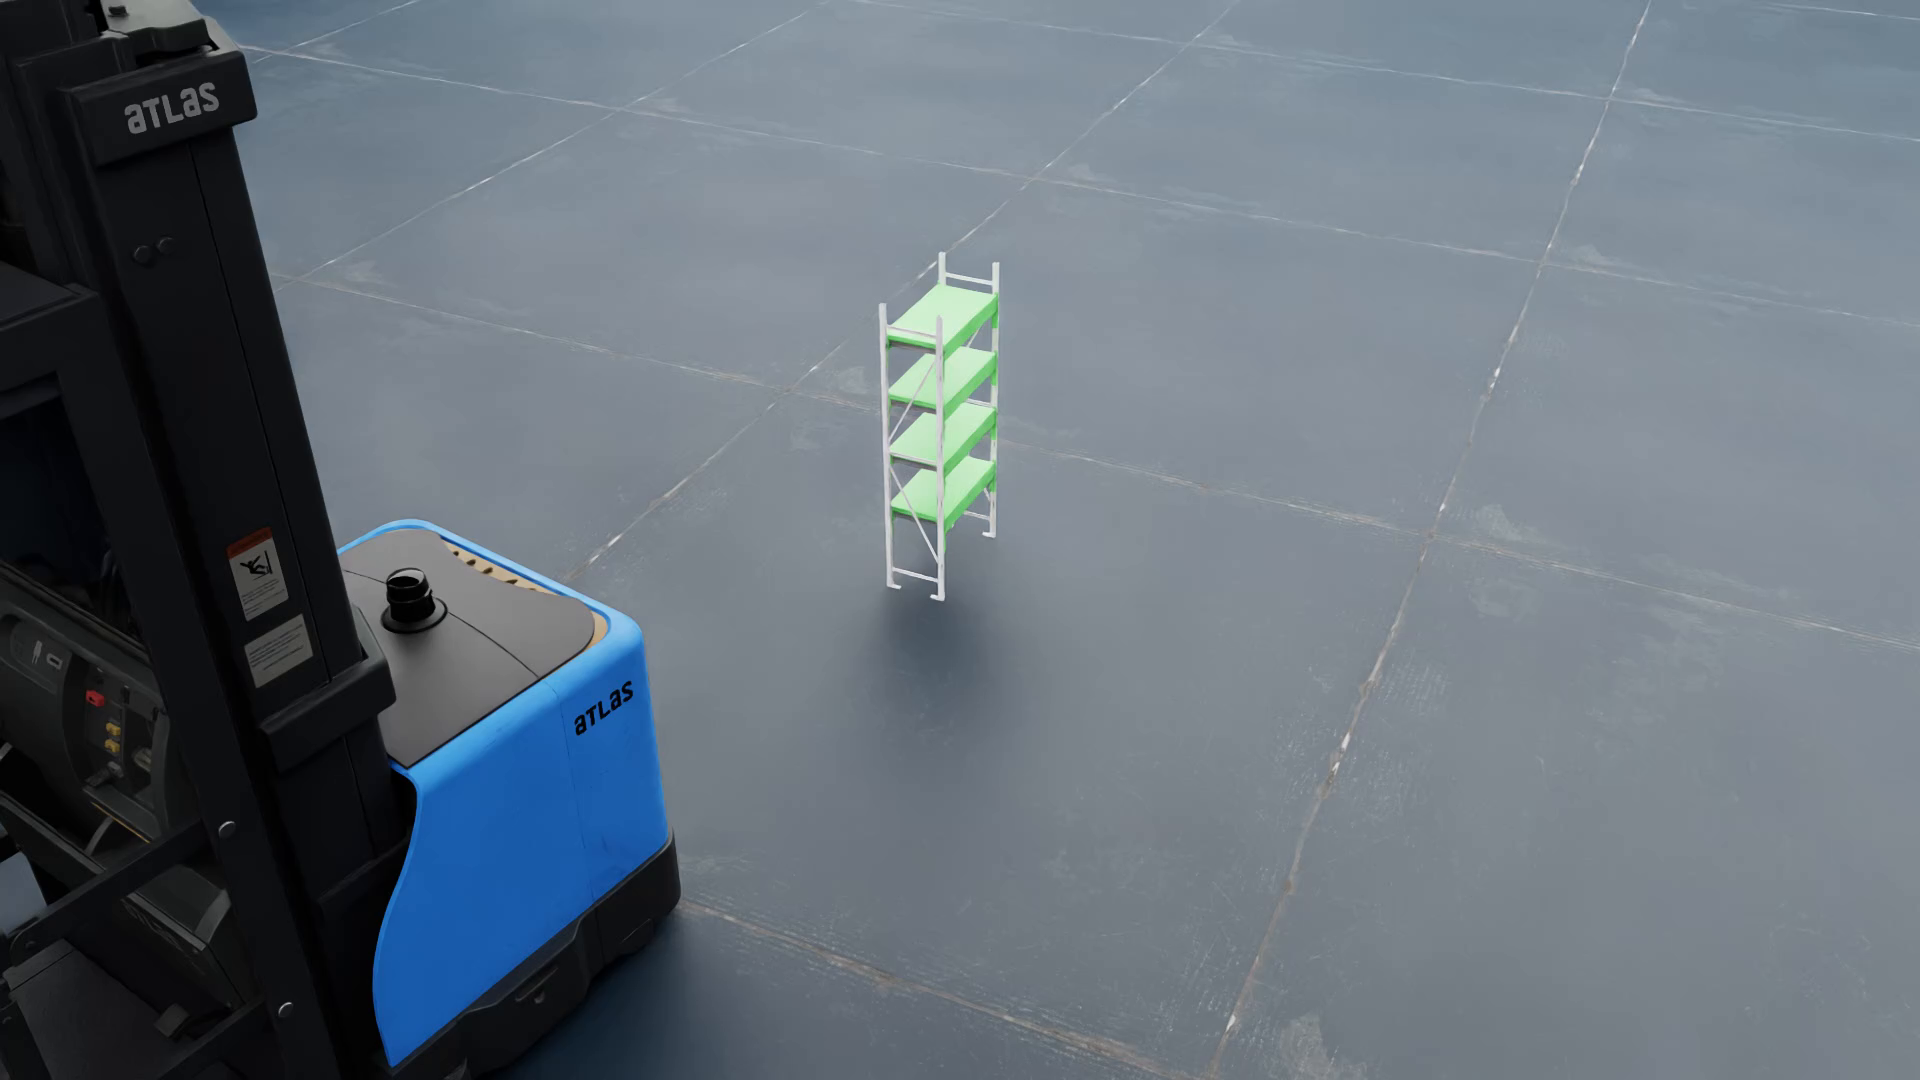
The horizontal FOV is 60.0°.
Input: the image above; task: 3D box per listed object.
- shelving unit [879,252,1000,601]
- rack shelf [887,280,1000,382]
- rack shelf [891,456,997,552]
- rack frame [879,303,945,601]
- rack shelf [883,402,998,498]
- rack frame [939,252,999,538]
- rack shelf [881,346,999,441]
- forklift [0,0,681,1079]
[{"bbox_3d":[-0.069,-0.419,6.295,0.258,1.200,0.503,14,36,20],"label":"shelving unit"},{"bbox_3d":[-0.069,-0.767,6.067,0.258,0.148,0.480,14,36,20],"label":"rack shelf"},{"bbox_3d":[-0.069,-0.165,6.462,0.258,0.148,0.480,14,36,20],"label":"rack shelf"},{"bbox_3d":[-0.171,-0.298,6.110,0.240,1.200,0.015,14,36,20],"label":"rack frame"},{"bbox_3d":[-0.069,-0.366,6.330,0.258,0.148,0.480,14,36,20],"label":"rack shelf"},{"bbox_3d":[0.033,-0.541,6.481,0.240,1.200,0.015,14,36,20],"label":"rack frame"},{"bbox_3d":[-0.069,-0.567,6.199,0.258,0.148,0.480,14,36,20],"label":"rack shelf"},{"bbox_3d":[-2.100,0.398,3.470,1.130,2.935,3.031,21,39,29],"label":"forklift"}]
